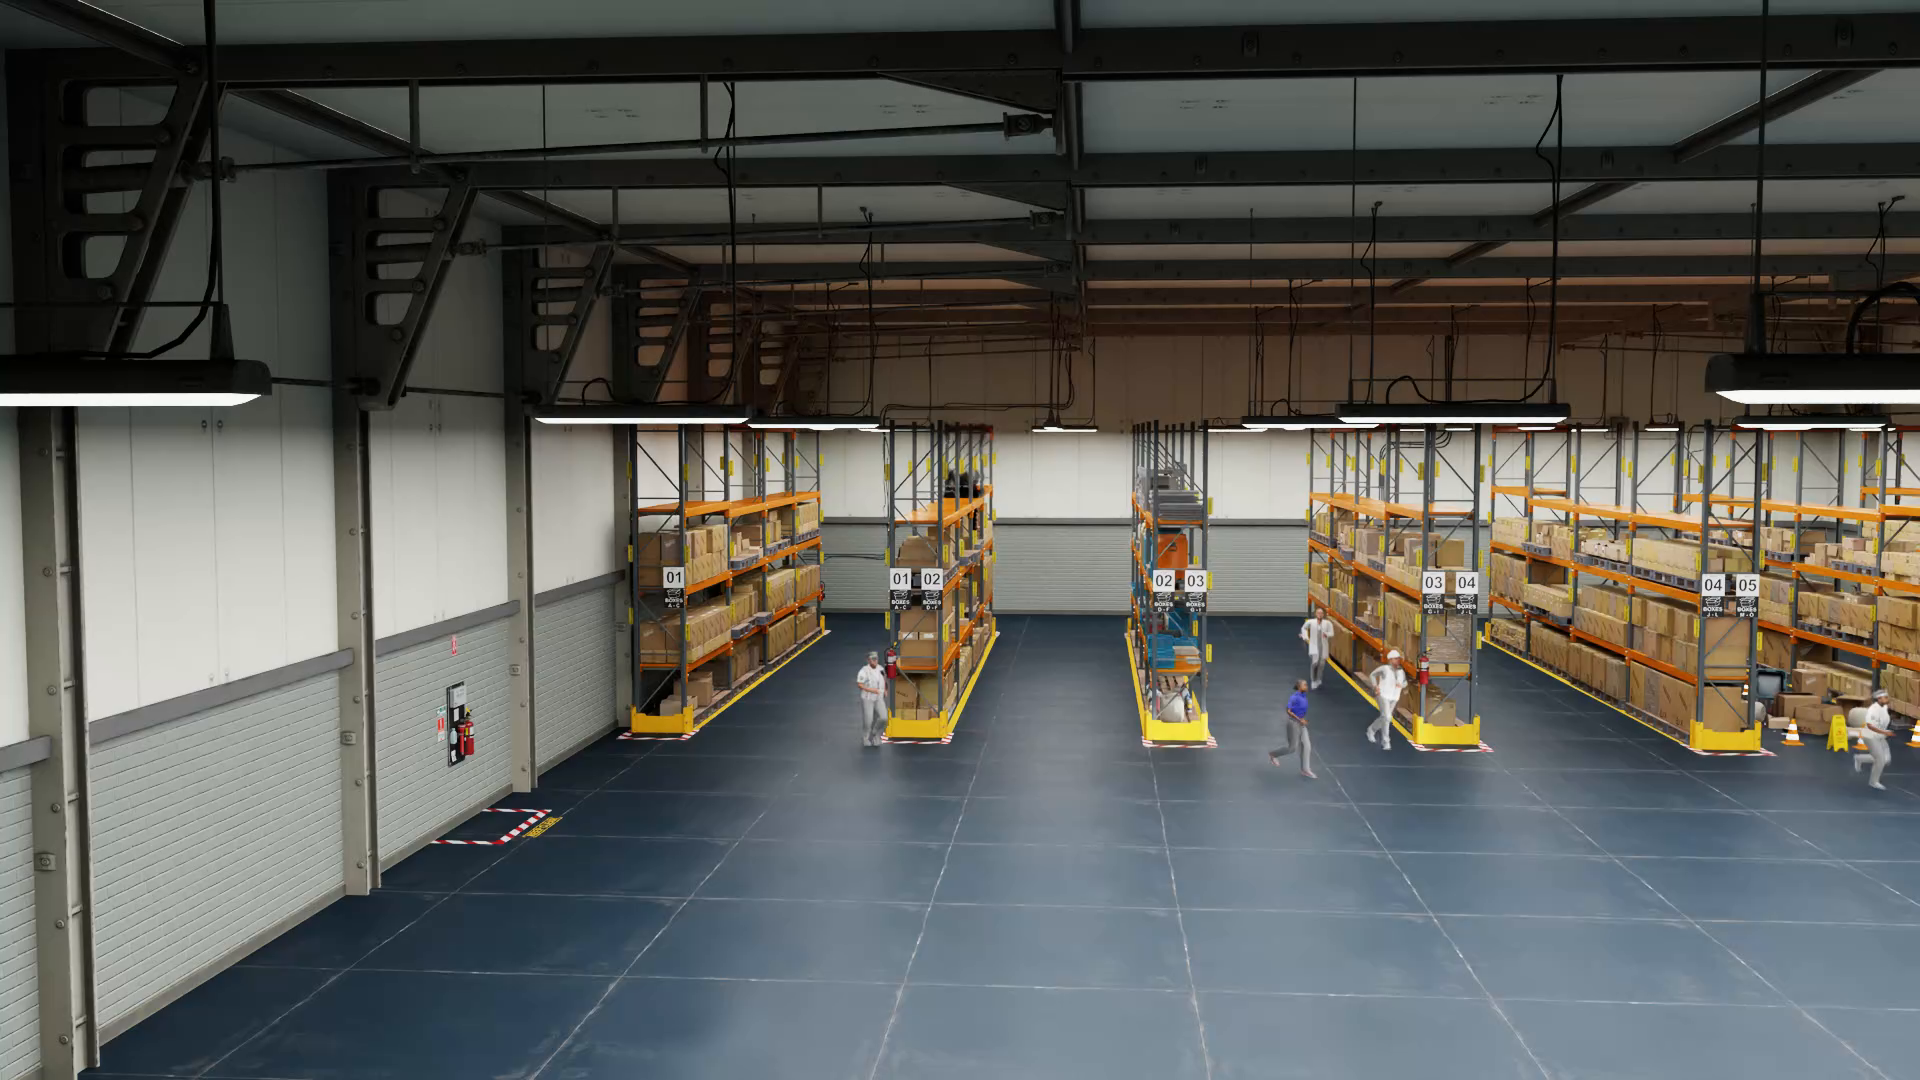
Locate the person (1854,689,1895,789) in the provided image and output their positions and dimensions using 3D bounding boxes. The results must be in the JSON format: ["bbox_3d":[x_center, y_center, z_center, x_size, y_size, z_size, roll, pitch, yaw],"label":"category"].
[{"bbox_3d":[14.867,3.212,26.998,0.612,1.652,0.661,-3,5,-37],"label":"person"}]

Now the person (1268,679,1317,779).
[{"bbox_3d":[5.629,3.144,27.993,0.896,1.648,0.599,3,4,35],"label":"person"}]

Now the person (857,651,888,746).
[{"bbox_3d":[-1.561,2.922,30.519,0.687,1.788,0.675,-2,4,-32],"label":"person"}]

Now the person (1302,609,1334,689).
[{"bbox_3d":[8.104,2.463,37.610,0.664,1.830,0.810,0,4,2],"label":"person"}]

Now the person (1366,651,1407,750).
[{"bbox_3d":[7.873,2.935,30.612,0.649,1.835,0.814,-2,4,-23],"label":"person"}]
